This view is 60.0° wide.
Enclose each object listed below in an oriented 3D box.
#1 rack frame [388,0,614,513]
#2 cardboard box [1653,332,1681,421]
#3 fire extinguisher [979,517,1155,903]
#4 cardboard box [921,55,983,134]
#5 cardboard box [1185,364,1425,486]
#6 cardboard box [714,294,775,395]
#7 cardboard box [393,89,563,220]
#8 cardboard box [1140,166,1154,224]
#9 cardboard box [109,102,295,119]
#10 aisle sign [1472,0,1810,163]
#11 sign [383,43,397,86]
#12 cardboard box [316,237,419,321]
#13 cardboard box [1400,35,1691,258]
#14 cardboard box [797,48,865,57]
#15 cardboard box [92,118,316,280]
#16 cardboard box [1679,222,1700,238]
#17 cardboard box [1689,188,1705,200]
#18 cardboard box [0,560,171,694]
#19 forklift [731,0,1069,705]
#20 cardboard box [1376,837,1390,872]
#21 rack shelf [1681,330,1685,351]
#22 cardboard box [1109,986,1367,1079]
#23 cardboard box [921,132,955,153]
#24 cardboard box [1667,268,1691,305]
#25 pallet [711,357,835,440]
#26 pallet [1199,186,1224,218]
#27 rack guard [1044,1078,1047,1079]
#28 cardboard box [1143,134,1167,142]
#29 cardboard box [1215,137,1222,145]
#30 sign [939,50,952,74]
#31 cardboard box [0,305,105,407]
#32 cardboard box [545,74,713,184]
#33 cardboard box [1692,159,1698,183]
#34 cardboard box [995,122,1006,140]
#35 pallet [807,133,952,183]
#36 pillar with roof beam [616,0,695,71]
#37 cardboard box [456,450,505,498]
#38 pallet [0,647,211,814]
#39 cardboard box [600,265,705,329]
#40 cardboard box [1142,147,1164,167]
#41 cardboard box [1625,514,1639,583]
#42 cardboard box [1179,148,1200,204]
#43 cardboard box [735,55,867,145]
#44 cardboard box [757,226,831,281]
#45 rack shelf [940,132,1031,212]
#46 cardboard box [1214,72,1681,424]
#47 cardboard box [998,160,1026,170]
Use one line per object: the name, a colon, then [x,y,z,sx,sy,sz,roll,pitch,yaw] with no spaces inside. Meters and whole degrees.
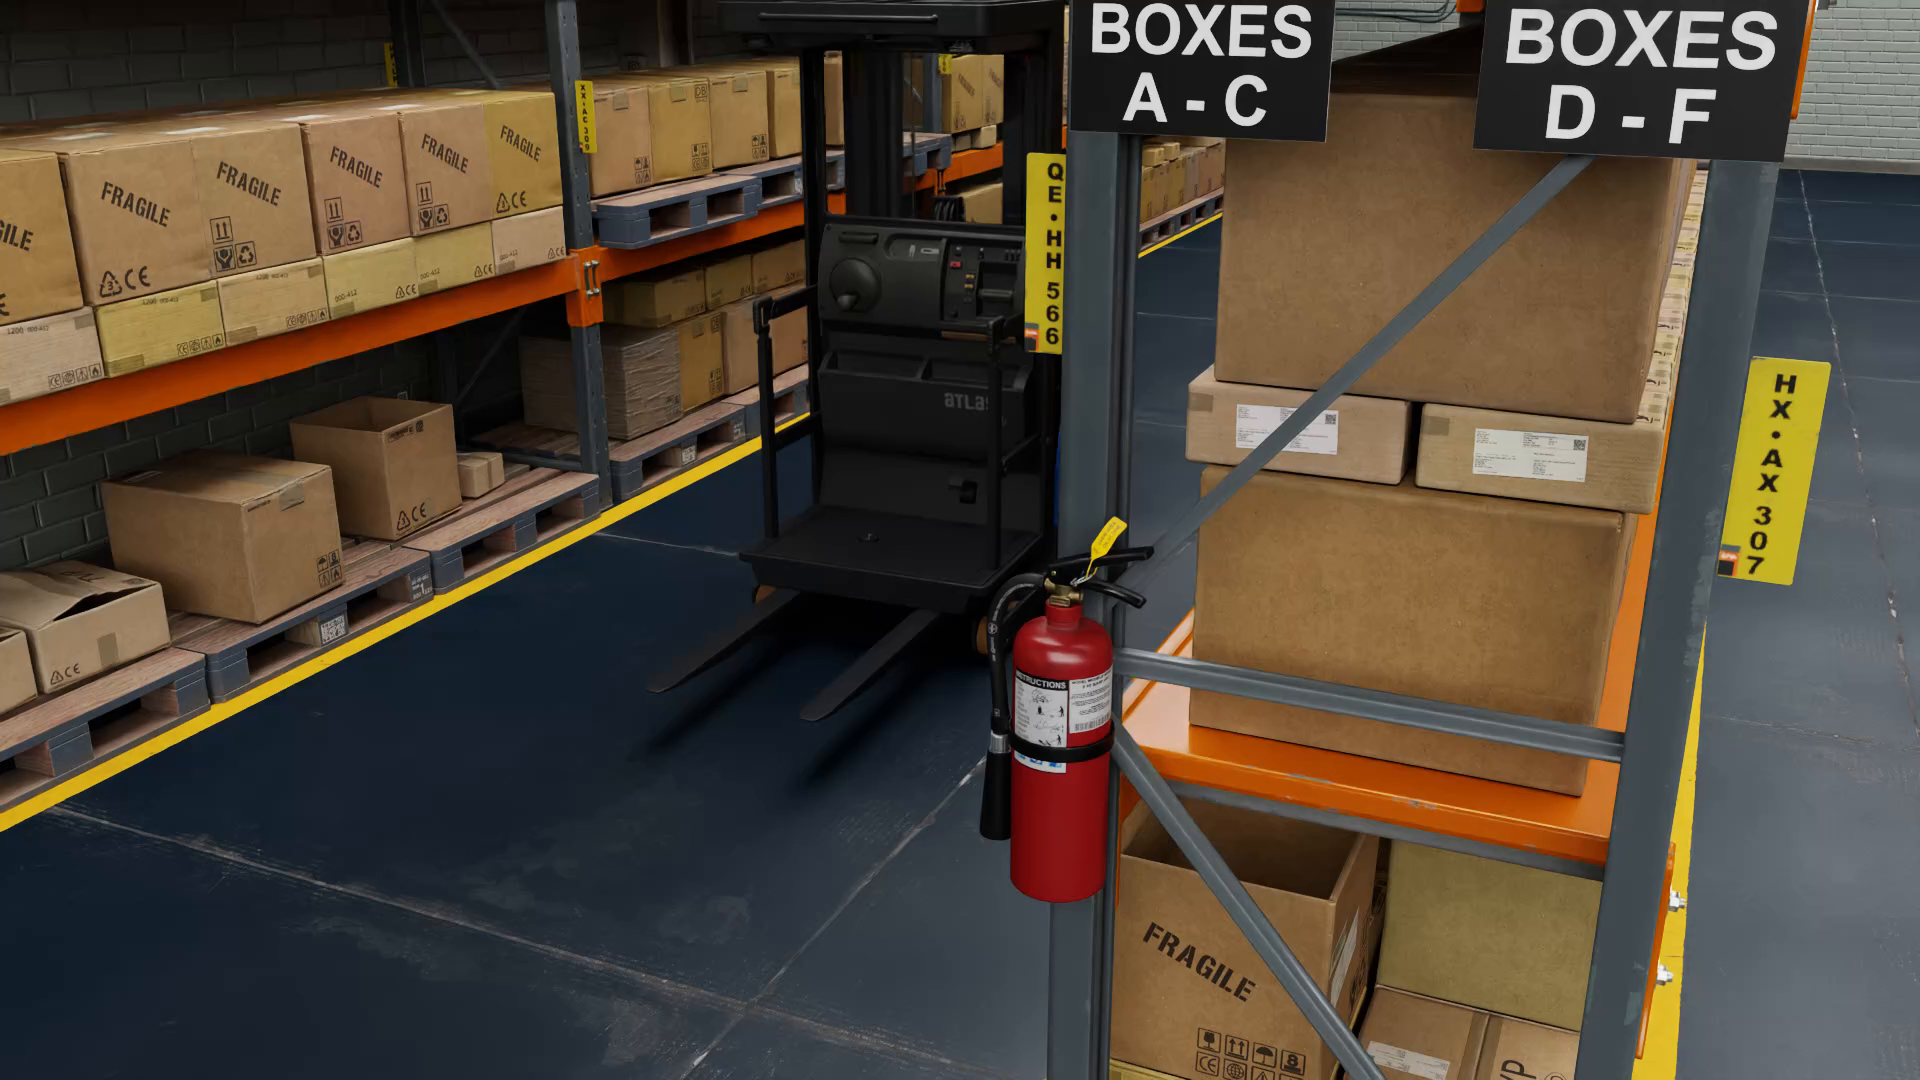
rack frame: [-2.239,-1.630,8.075,1.000,3.000,0.127,9,21,23]
cardboard box: [1.210,-0.329,3.299,0.380,0.149,0.250,9,21,23]
fire extinguisher: [0.172,0.281,2.819,0.296,0.674,0.183,9,21,23]
cardboard box: [-0.169,-3.162,11.762,0.500,0.500,0.500,9,22,24]
cardboard box: [0.627,-0.224,3.005,0.380,0.149,0.250,8,21,22]
cardboard box: [-1.541,-1.202,9.945,0.700,0.500,0.500,9,21,23]
cardboard box: [-2.150,-1.735,7.445,0.500,0.500,0.500,8,21,23]
cardboard box: [1.437,-3.310,15.903,0.700,0.500,0.500,9,21,23]
cardboard box: [-3.046,-1.497,6.778,0.500,0.500,0.500,9,22,24]
aisle sign: [0.896,-0.891,2.118,0.394,0.787,0.004,9,21,23]
sign: [-2.747,-2.250,8.092,0.100,0.325,0.005,9,21,23]
cardboard box: [-2.560,-1.075,6.709,0.500,0.250,0.500,8,21,22]
cardboard box: [1.489,-1.013,4.254,0.700,0.500,0.500,9,21,23]
cardboard box: [-0.833,-3.202,10.723,0.380,0.149,0.250,5,20,14]
cardboard box: [-2.778,-1.270,6.138,0.500,0.500,0.500,9,22,24]
cardboard box: [1.845,-0.803,4.634,0.380,0.149,0.250,9,22,24]
cardboard box: [2.158,-1.036,5.287,0.380,0.149,0.250,8,21,21]
cardboard box: [-3.278,0.279,6.063,0.500,0.311,0.500,11,22,27]
forklift: [-0.084,-1.127,6.763,1.130,2.935,3.031,5,20,15]
cardboard box: [0.988,0.504,4.434,0.500,0.500,0.500,9,21,23]
rack shelf: [3.101,-1.224,8.006,1.077,0.370,4.000,9,21,23]
cardboard box: [0.594,1.165,3.694,0.500,0.250,0.500,9,21,23]
cardboard box: [-0.255,-2.812,11.745,0.380,0.149,0.250,8,21,22]
cardboard box: [1.527,-0.565,3.965,0.380,0.149,0.250,8,21,22]
pallet: [-1.423,-0.928,10.264,1.003,0.211,1.213,9,21,23]
pallet: [2.419,-3.729,18.139,1.003,0.211,1.213,9,21,23]
rack guard: [0.634,1.457,3.126,1.175,0.500,0.348,9,21,23]
cardboard box: [1.935,-4.152,17.304,0.380,0.149,0.250,9,21,23]
cardboard box: [2.593,-4.332,17.808,0.380,0.149,0.250,8,21,22]
sign: [-0.102,-3.289,11.131,0.100,0.325,0.005,9,21,23]
cardboard box: [-3.188,-0.612,5.407,0.500,0.250,0.500,8,21,21]
cardboard box: [-1.764,-2.205,8.886,0.700,0.500,0.500,11,22,28]
cardboard box: [2.106,-1.473,5.548,0.700,0.500,0.500,9,21,23]
cardboard box: [0.131,-3.132,12.644,0.380,0.149,0.250,9,21,24]
pallet: [-0.796,-2.530,10.891,1.213,0.211,1.003,9,21,23]
pillar with roof beam: [2.005,-4.810,8.063,9.100,9.000,0.400,9,21,23]
cardboard box: [-2.431,-0.334,8.004,0.380,0.166,0.250,6,20,16]
pallet: [-3.481,0.640,5.853,1.003,0.211,1.213,9,21,23]
cardboard box: [-1.776,-1.375,9.313,0.500,0.250,0.500,8,21,22]
cardboard box: [1.744,-3.695,16.018,0.380,0.149,0.250,9,22,25]
cardboard box: [1.266,-0.229,3.986,0.700,0.500,0.500,9,21,23]
cardboard box: [2.069,-3.784,17.235,0.700,0.500,0.500,8,21,21]
cardboard box: [-0.988,-2.787,10.524,0.700,0.500,0.500,6,21,18]
cardboard box: [-1.139,-1.842,10.627,0.500,0.250,0.500,9,21,24]
rack shelf: [0.218,-3.125,13.352,1.077,0.370,4.000,9,21,23]
cardboard box: [0.868,-0.544,2.936,0.700,0.500,0.500,9,21,23]
cardboard box: [0.528,-2.772,13.867,0.750,0.750,0.750,9,22,24]
